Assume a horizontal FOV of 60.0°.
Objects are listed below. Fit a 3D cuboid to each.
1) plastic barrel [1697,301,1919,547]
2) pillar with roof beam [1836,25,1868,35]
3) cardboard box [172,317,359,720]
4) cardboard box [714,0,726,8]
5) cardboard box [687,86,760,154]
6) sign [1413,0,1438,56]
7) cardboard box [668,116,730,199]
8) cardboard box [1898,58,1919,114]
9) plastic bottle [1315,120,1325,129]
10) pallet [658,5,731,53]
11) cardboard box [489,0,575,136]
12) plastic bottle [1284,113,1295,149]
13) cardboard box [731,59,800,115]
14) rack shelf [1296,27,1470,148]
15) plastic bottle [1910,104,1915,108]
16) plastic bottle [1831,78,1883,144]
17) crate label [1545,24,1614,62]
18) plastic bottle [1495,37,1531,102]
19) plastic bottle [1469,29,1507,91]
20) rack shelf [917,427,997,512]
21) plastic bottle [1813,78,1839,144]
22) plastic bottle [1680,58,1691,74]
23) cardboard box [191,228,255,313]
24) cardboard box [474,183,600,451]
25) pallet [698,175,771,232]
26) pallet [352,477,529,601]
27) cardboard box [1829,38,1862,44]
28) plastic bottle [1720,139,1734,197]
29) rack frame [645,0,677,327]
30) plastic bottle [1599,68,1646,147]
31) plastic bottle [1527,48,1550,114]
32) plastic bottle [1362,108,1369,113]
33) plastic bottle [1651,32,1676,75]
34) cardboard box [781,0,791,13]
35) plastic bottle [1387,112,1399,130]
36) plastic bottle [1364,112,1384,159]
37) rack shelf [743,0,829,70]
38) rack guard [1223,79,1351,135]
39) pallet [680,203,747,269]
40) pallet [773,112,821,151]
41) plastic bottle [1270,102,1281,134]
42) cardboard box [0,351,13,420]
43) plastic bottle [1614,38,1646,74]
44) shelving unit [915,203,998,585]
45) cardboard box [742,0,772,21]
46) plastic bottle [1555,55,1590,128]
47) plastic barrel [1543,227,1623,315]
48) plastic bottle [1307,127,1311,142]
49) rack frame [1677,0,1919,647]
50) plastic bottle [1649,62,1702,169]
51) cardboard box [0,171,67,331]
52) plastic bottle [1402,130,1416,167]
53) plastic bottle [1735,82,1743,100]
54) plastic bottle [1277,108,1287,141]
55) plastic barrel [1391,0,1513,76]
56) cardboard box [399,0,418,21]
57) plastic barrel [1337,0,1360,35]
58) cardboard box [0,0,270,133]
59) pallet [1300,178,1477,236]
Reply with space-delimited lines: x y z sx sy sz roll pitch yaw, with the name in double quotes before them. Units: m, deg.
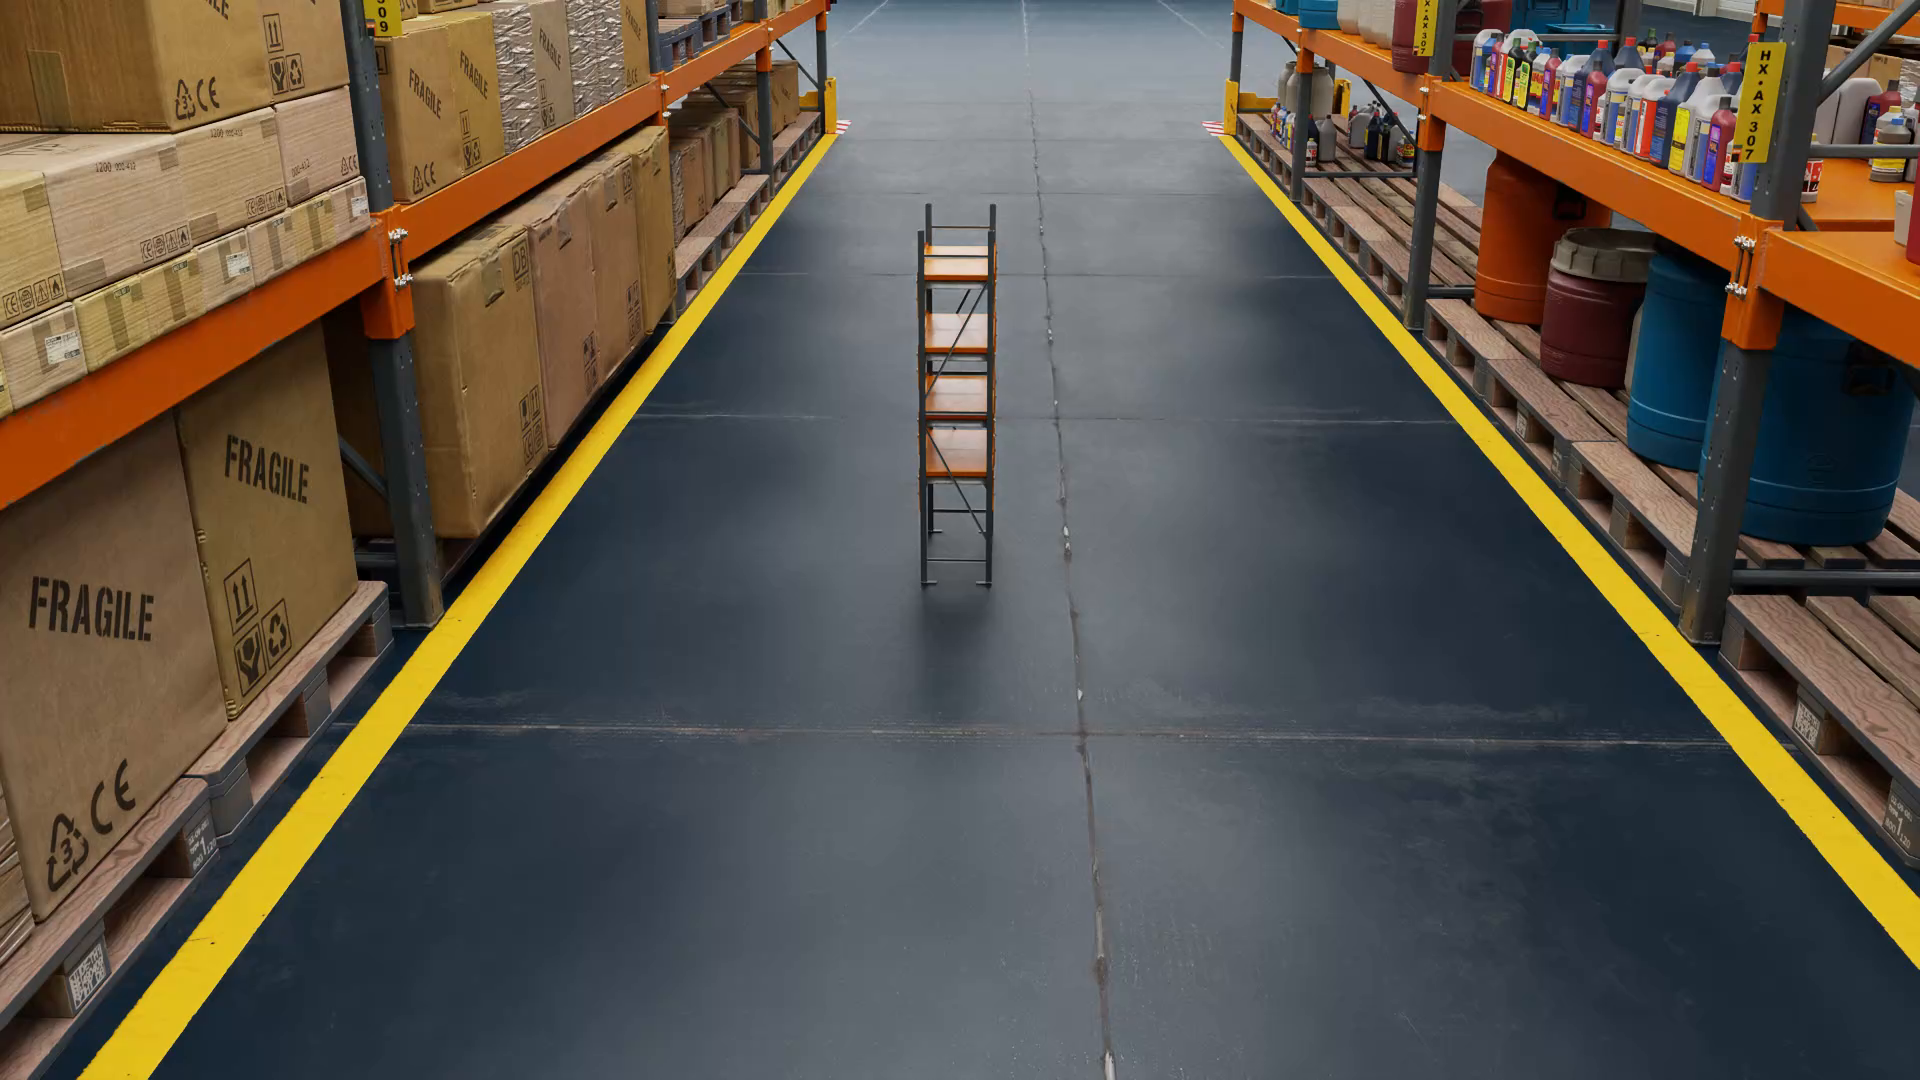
"plastic barrel" 2.810 -0.497 5.483 0.600 0.901 0.708 1 21 2
"pillar with roof beam" 9.949 -12.233 25.116 9.100 9.000 0.400 1 21 2
"cardboard box" -2.274 -0.105 4.509 0.875 0.875 0.875 1 21 2
"cardboard box" -1.891 -3.646 10.555 0.797 0.503 0.637 3 21 7
"cardboard box" -1.869 -3.412 13.550 0.500 0.500 0.500 8 22 19
"sign" 2.348 -2.609 8.380 0.100 0.325 0.005 1 21 2
"cardboard box" -2.004 -2.675 11.625 0.700 0.500 0.500 1 21 1
"cardboard box" 7.793 -3.534 13.173 0.500 0.500 0.500 1 21 2
"plastic bottle" 2.906 -3.223 13.347 0.152 0.276 0.135 1 21 2
"pallet" -2.033 -3.210 10.421 1.003 0.211 1.213 1 21 2
"cardboard box" -1.870 -1.897 6.633 0.500 0.500 0.500 1 21 3
"plastic bottle" 2.776 -3.391 13.780 0.152 0.276 0.135 1 21 3
"cardboard box" -1.845 -4.281 15.790 0.500 0.500 0.500 5 22 12
"rack shelf" 2.959 -2.917 10.394 1.077 0.370 4.000 1 21 2
"plastic bottle" 3.213 -1.360 5.565 0.097 0.271 0.097 0 21 0
"plastic bottle" 3.200 -1.523 5.978 0.152 0.276 0.135 1 21 2
"crate label" 3.286 -2.599 8.812 0.303 0.233 0.416 1 21 2
"plastic bottle" 2.548 -2.151 7.597 0.152 0.276 0.135 1 21 2
"plastic bottle" 2.562 -2.318 8.028 0.152 0.276 0.135 1 21 2
"rack shelf" -0.005 -0.252 5.754 0.258 0.148 0.480 1 21 2
"plastic bottle" 3.048 -1.524 5.983 0.152 0.276 0.135 1 21 2
"plastic bottle" 3.275 -2.055 7.453 0.097 0.201 0.097 0 21 0
"cardboard box" -1.879 -0.627 3.846 0.380 0.149 0.250 1 21 3
"cardboard box" -2.148 -0.897 6.551 1.225 0.875 0.875 0 21 0
"pallet" -1.953 -2.448 12.047 1.003 0.211 1.213 1 21 2
"pallet" -2.226 -0.117 6.039 1.003 0.211 1.213 1 21 2
"cardboard box" 7.841 -4.257 15.037 0.500 0.500 0.500 1 21 2
"plastic bottle" 2.442 -1.178 5.194 0.097 0.201 0.097 0 21 0
"rack frame" -2.052 -2.583 8.540 1.000 3.000 0.127 1 21 2
"plastic bottle" 2.503 -1.618 6.223 0.152 0.276 0.135 1 21 2
"plastic bottle" 2.506 -1.975 7.151 0.097 0.271 0.097 0 21 0
"plastic bottle" 3.485 -3.547 14.181 0.152 0.276 0.135 0 21 0
"plastic bottle" 3.305 -2.240 7.817 0.061 0.283 0.133 1 21 2
"cardboard box" -1.576 -4.348 13.436 0.380 0.149 0.250 1 21 2
"plastic bottle" 3.459 -3.233 13.267 0.144 0.351 0.185 1 21 3
"plastic bottle" 3.315 -3.234 13.272 0.144 0.351 0.185 1 21 2
"rack shelf" -1.870 -4.417 14.262 1.077 0.370 4.000 1 21 2
"rack guard" 3.186 -4.228 16.235 1.175 0.500 0.348 1 21 2
"pallet" -1.987 -2.006 10.907 1.003 0.211 1.213 1 21 2
"pallet" -1.871 -3.855 15.673 1.003 0.211 1.213 1 21 2
"plastic bottle" 2.775 -3.703 14.588 0.097 0.271 0.097 0 21 0
"cardboard box" -1.910 -0.255 2.886 0.380 0.149 0.250 0 21 0
"plastic bottle" 2.667 -1.841 6.695 0.144 0.351 0.185 1 21 2
"shelving unit" -0.005 -0.500 5.658 0.258 1.200 0.503 1 21 2
"cardboard box" -1.624 -3.987 12.505 0.380 0.149 0.250 1 21 2
"plastic bottle" 2.520 -1.817 6.736 0.152 0.276 0.135 1 21 2
"plastic barrel" 2.973 -1.183 7.789 0.421 0.512 0.421 0 21 0
"plastic bottle" 2.705 -3.092 12.997 0.061 0.283 0.133 2 21 4
"rack frame" 2.777 -1.083 4.673 1.000 3.000 0.127 1 21 2
"plastic bottle" 2.483 -1.462 5.720 0.144 0.351 0.185 1 21 2
"cardboard box" -1.973 -0.489 2.938 0.500 0.250 0.500 0 21 1
"plastic bottle" 3.468 -3.019 12.826 0.097 0.271 0.097 0 21 0
"plastic bottle" 2.622 -1.394 5.543 0.144 0.351 0.185 1 21 2
"plastic bottle" 2.761 -3.542 14.175 0.097 0.271 0.097 0 21 0
"plastic barrel" 2.610 -2.763 8.816 0.600 0.536 0.708 1 21 2
"cardboard box" -2.163 -1.883 5.209 0.797 0.503 0.637 0 21 0
"plastic barrel" 2.772 -3.695 11.218 0.433 0.535 0.433 0 21 0
"cardboard box" -1.940 -1.205 3.748 0.500 0.500 0.500 1 21 2
"pallet" 3.035 -2.391 11.899 1.003 0.211 1.213 1 21 2
